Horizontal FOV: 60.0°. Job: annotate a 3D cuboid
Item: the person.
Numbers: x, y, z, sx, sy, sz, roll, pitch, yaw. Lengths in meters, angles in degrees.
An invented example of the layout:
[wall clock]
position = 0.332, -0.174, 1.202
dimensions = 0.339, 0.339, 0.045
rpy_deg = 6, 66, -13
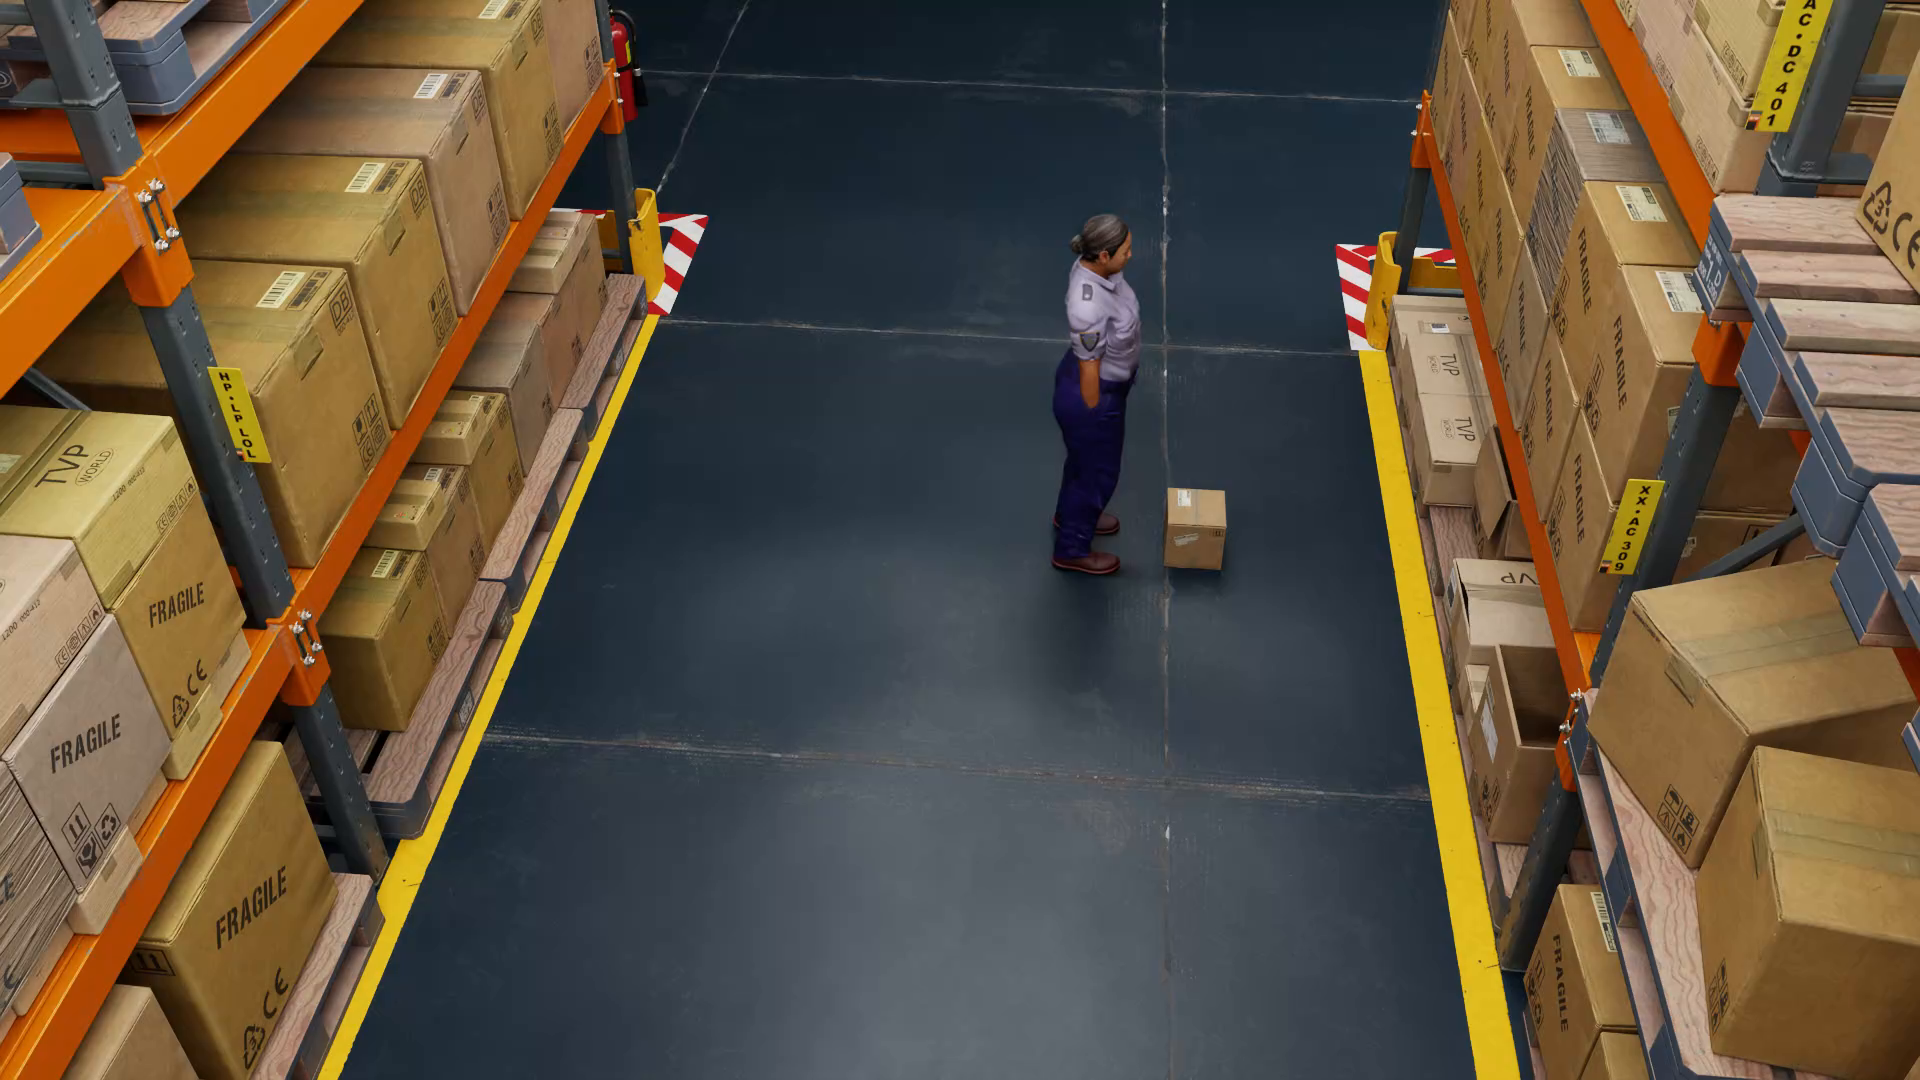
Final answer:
[person]
position = 0.561, -0.616, 6.901
dimensions = 0.341, 1.642, 0.470
rpy_deg = 4, 40, 5
